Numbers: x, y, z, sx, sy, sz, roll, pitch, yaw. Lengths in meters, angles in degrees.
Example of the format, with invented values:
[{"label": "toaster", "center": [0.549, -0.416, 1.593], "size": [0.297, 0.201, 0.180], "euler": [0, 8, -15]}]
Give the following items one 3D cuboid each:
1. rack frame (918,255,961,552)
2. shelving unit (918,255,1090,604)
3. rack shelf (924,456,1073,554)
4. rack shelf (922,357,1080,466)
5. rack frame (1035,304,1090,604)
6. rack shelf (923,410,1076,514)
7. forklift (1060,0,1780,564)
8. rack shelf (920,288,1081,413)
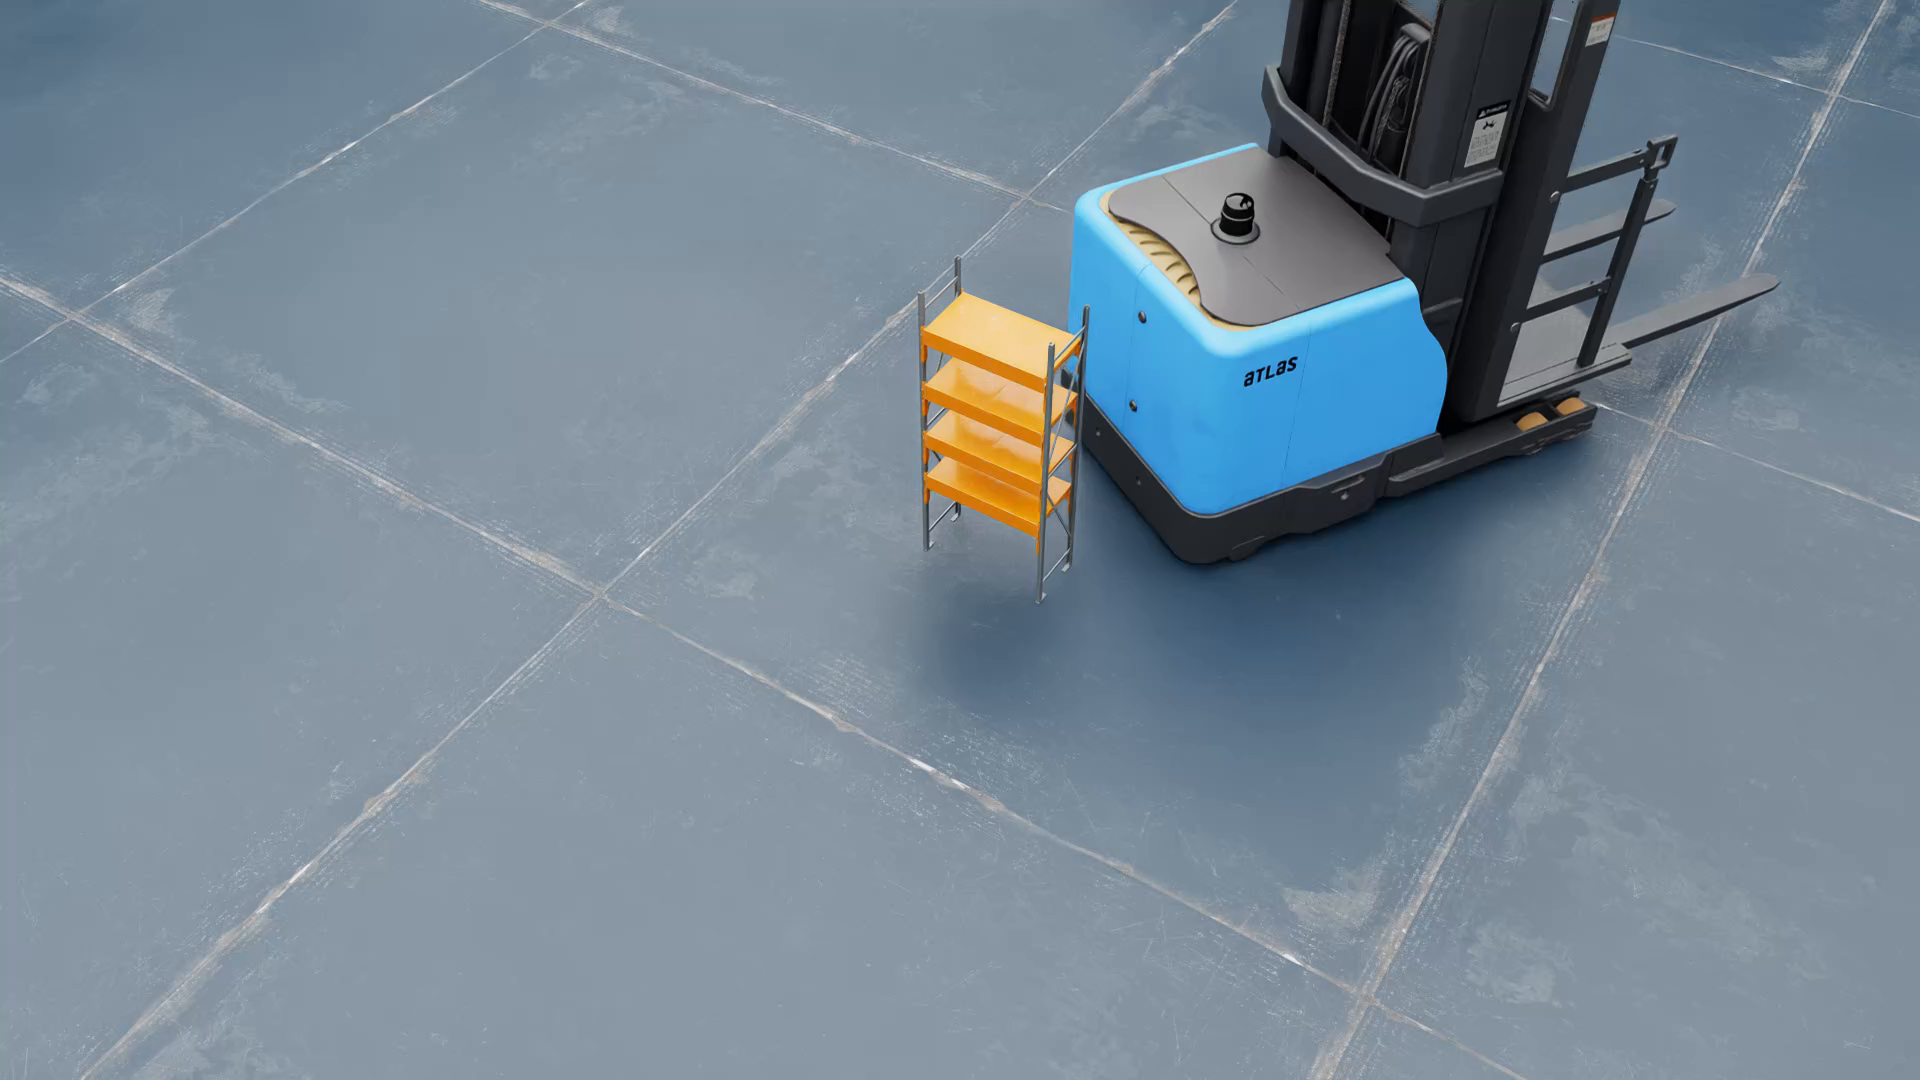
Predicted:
[{"label": "rack frame", "center": [-0.066, -0.449, 5.849], "size": [0.015, 1.200, 0.240], "euler": [25, 51, 22]}, {"label": "shelving unit", "center": [0.139, -0.354, 5.757], "size": [0.503, 1.200, 0.258], "euler": [25, 51, 22]}, {"label": "rack shelf", "center": [0.139, -0.169, 5.948], "size": [0.480, 0.148, 0.258], "euler": [25, 51, 22]}, {"label": "rack shelf", "center": [0.139, -0.463, 5.645], "size": [0.480, 0.148, 0.258], "euler": [25, 51, 22]}, {"label": "rack frame", "center": [0.345, -0.260, 5.666], "size": [0.015, 1.200, 0.240], "euler": [25, 51, 22]}, {"label": "rack shelf", "center": [0.139, -0.307, 5.806], "size": [0.480, 0.148, 0.258], "euler": [25, 51, 22]}, {"label": "forklift", "center": [1.950, -1.680, 5.839], "size": [3.031, 2.935, 1.130], "euler": [-20, 49, -18]}, {"label": "rack shelf", "center": [0.139, -0.628, 5.476], "size": [0.480, 0.148, 0.258], "euler": [25, 51, 22]}]
